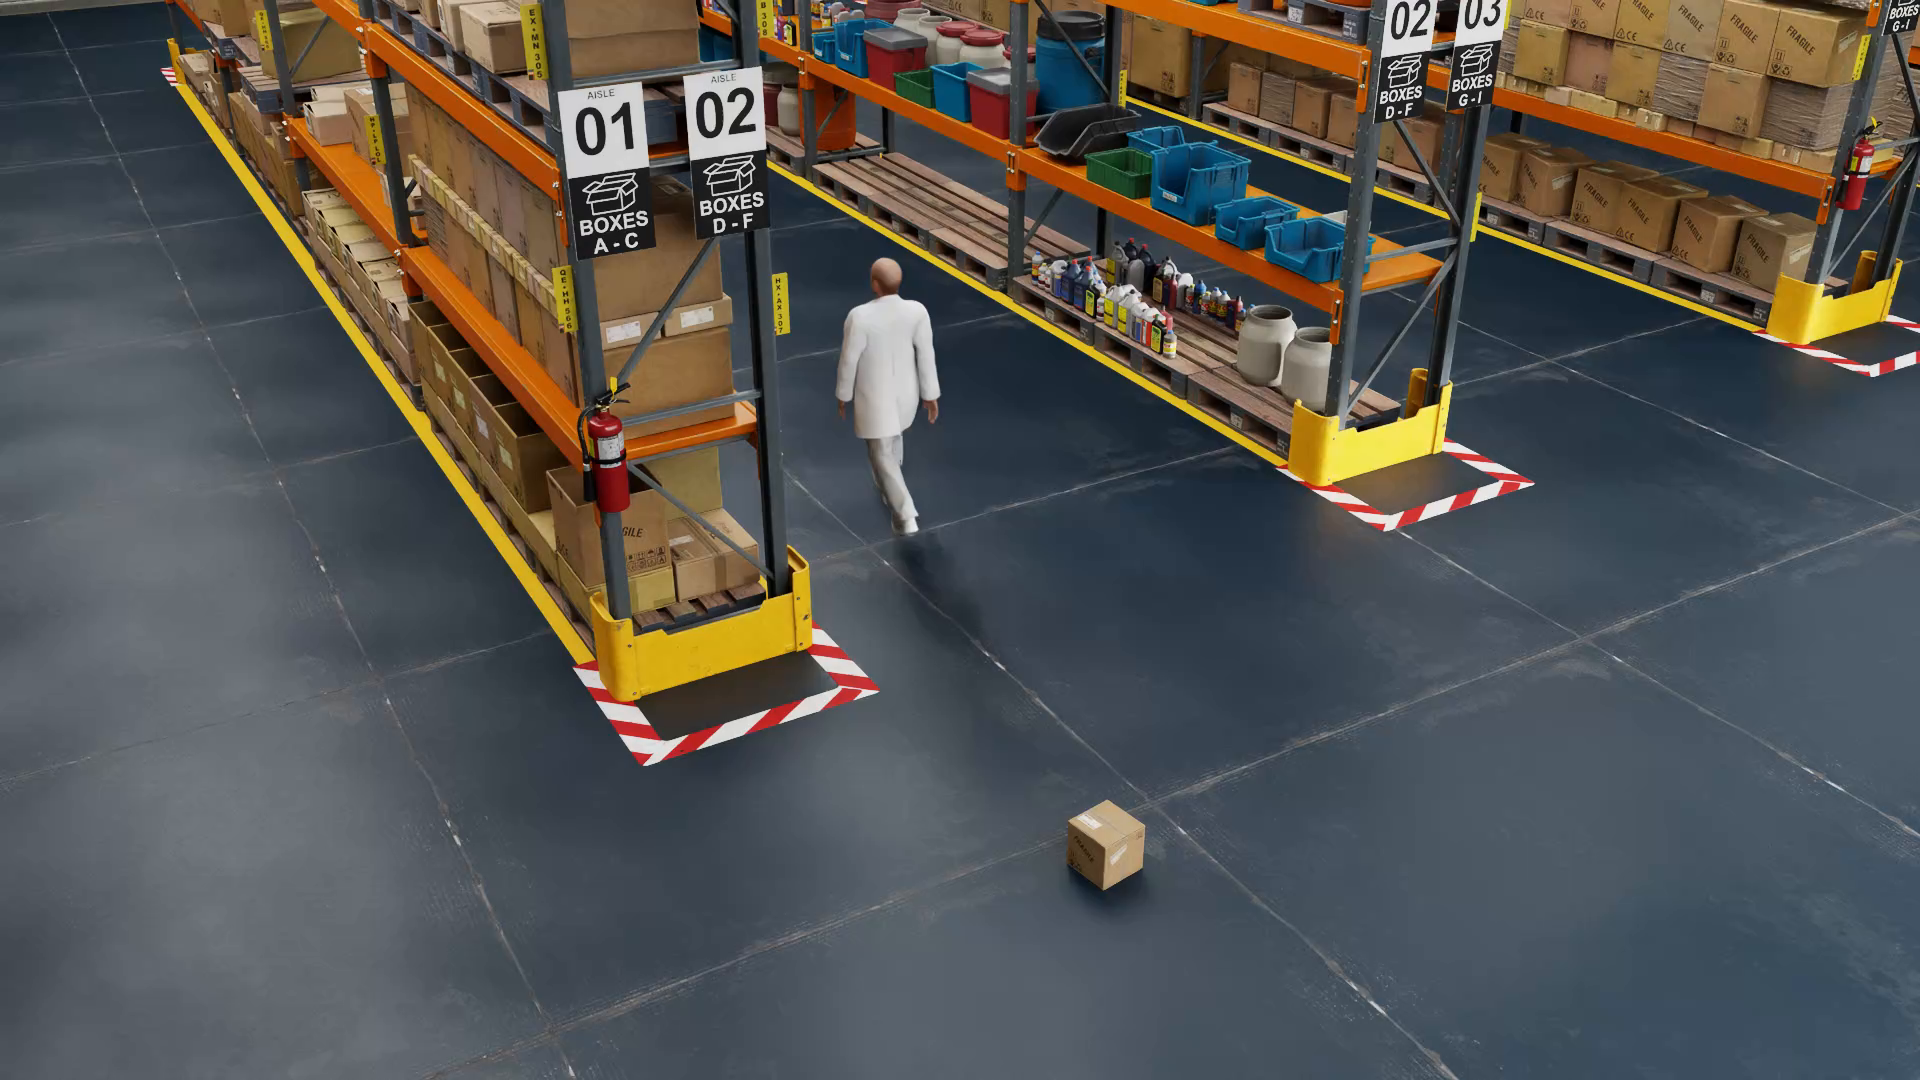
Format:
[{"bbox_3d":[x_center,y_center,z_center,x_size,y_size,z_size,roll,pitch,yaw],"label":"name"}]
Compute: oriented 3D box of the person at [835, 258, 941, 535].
[{"bbox_3d":[-0.451,-0.897,10.229,0.621,1.740,1.072,-12,31,-21],"label":"person"}]
